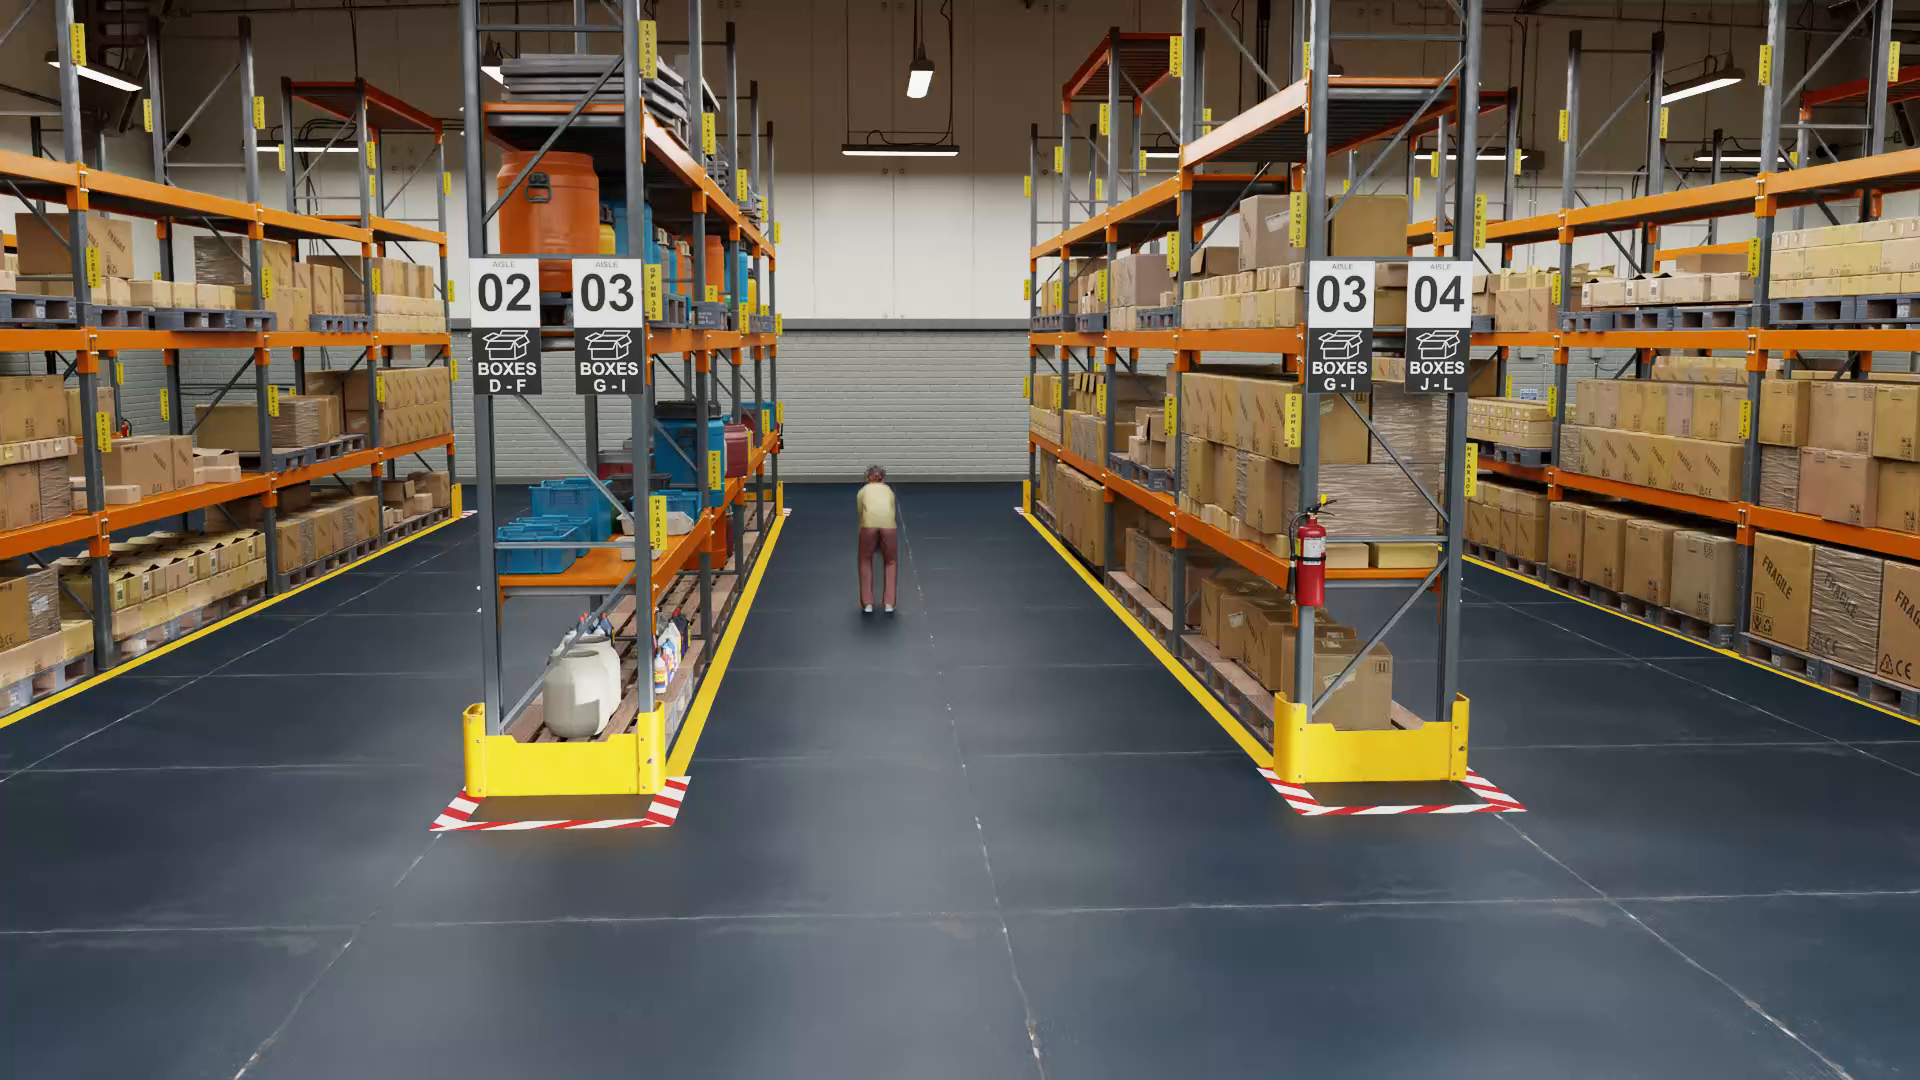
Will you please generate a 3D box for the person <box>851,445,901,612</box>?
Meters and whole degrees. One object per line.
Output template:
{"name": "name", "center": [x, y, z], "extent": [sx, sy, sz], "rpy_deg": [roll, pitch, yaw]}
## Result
{"name": "person", "center": [-0.841, -0.114, 16.696], "extent": [0.506, 1.671, 0.364], "rpy_deg": [-1, 7, -6]}
